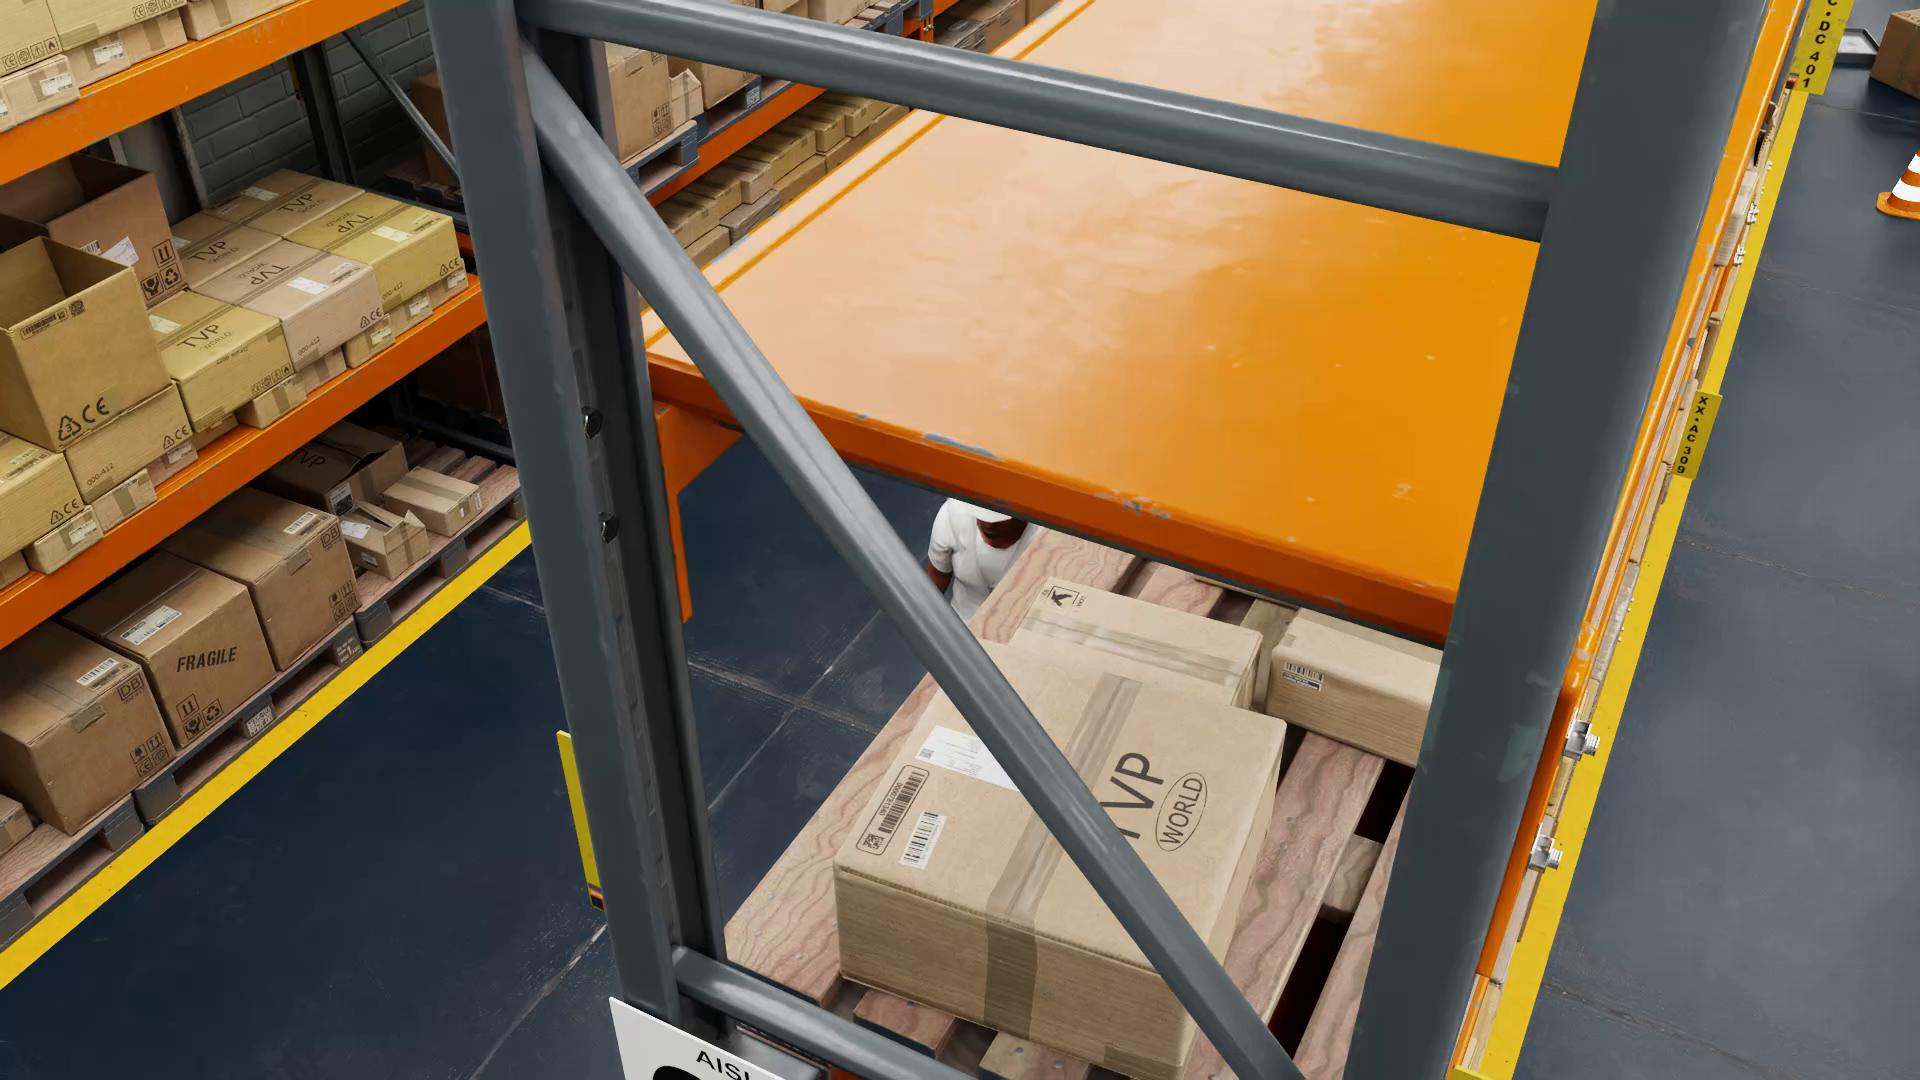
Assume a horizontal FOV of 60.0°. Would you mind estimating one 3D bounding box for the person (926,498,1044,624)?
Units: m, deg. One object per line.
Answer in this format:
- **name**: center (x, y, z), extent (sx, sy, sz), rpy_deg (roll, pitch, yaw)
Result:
- **person**: center (0.142, 0.378, 6.247), extent (0.634, 1.759, 0.461), rpy_deg (15, 40, 19)
